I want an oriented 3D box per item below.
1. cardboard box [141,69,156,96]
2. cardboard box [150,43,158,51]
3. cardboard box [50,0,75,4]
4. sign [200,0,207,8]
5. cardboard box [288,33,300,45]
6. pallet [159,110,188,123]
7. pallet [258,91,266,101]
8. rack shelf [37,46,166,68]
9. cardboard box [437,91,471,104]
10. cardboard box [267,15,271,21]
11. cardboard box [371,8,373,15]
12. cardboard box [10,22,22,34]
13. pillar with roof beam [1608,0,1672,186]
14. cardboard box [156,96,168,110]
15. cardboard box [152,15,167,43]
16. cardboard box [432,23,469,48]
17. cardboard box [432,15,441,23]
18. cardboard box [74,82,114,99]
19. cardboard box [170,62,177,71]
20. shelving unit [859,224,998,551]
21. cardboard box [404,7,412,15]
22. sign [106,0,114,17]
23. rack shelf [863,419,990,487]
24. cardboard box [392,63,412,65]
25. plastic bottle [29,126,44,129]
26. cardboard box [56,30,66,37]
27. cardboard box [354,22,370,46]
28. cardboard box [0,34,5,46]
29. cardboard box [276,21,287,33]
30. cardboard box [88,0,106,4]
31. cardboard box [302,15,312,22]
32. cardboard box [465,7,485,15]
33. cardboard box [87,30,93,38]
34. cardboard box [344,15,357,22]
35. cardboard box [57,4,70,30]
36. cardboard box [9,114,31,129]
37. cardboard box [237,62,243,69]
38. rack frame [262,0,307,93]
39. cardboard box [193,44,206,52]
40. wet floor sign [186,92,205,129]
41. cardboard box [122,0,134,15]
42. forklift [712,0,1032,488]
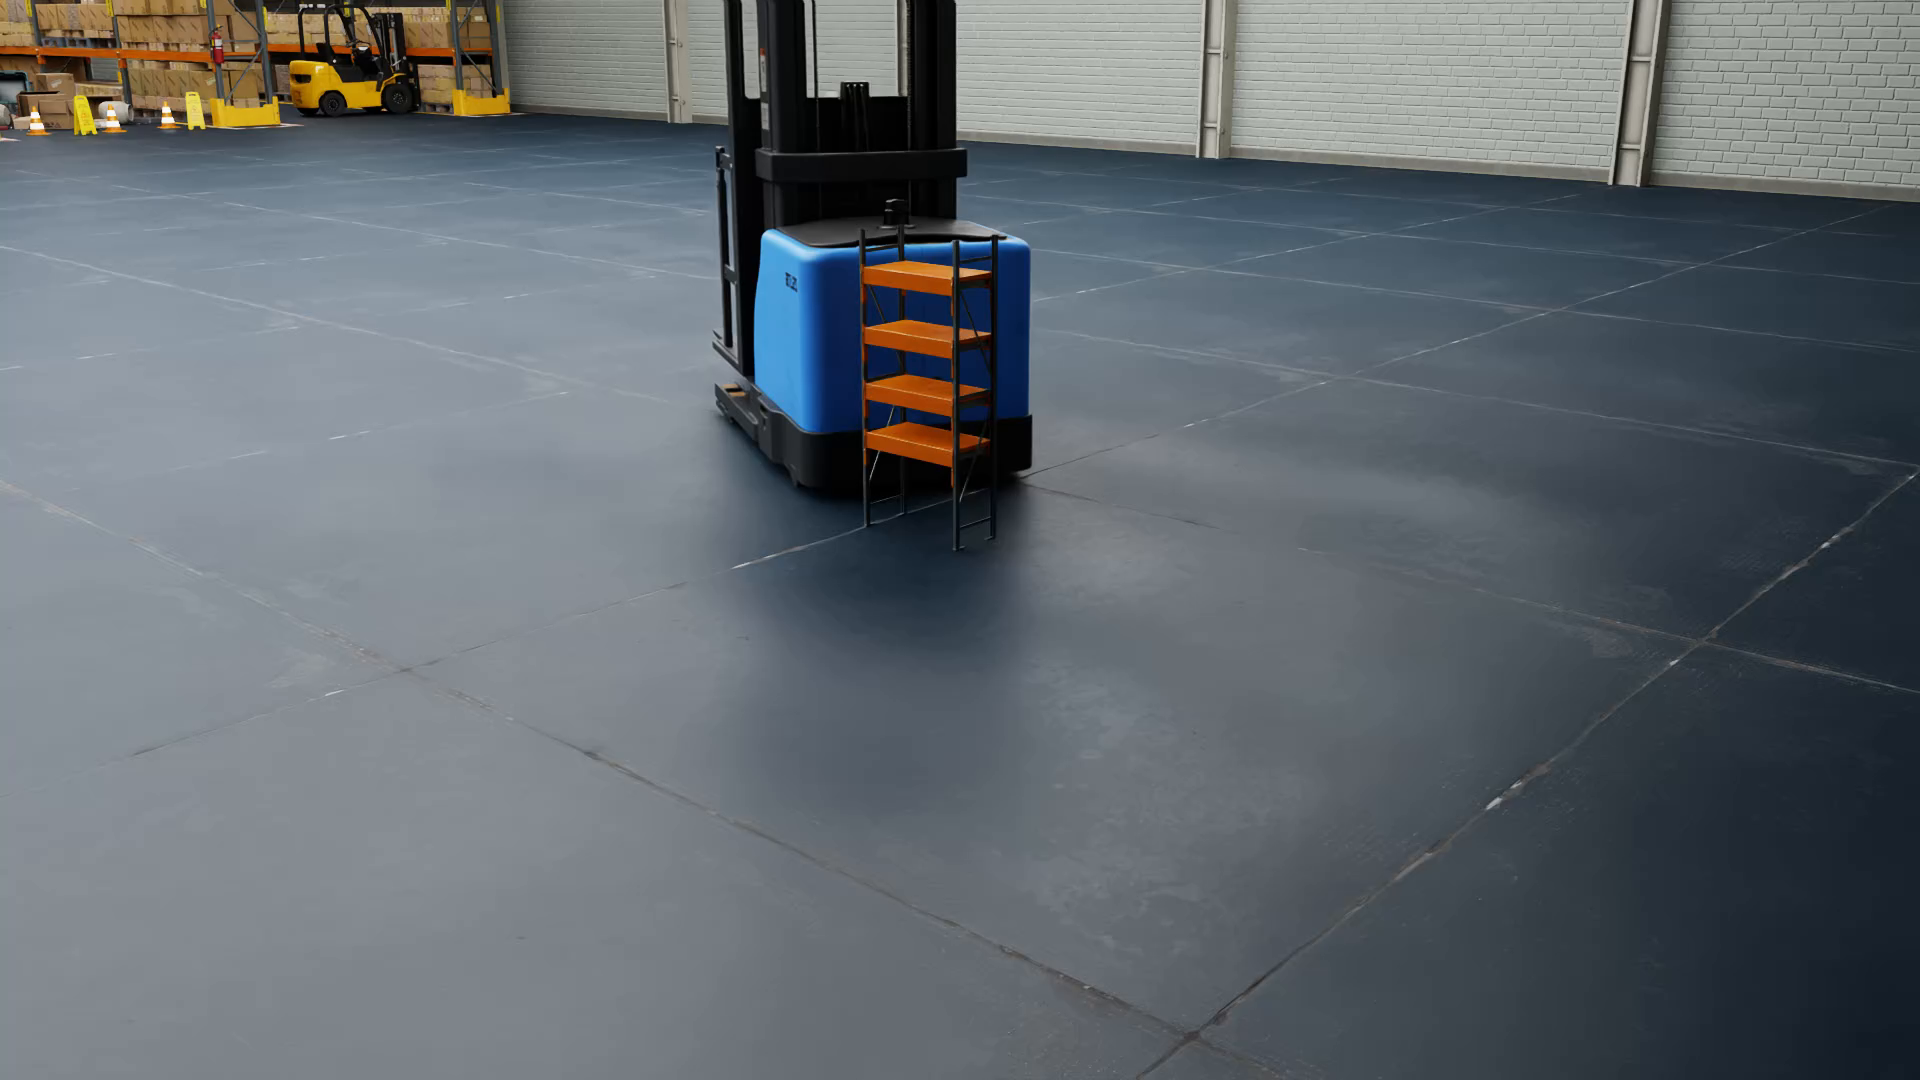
[{"bbox_3d":[-15.494,-8.878,32.240,0.500,0.500,0.500,16,24,41],"label":"cardboard box"},{"bbox_3d":[-15.192,-9.401,31.691,0.250,0.149,0.380,15,23,40],"label":"cardboard box"},{"bbox_3d":[-19.363,-11.398,35.748,0.500,0.500,0.500,14,22,37],"label":"cardboard box"},{"bbox_3d":[-13.556,-9.694,29.761,0.005,0.325,0.100,15,23,39],"label":"sign"},{"bbox_3d":[-14.932,-11.423,37.894,0.500,0.250,0.500,14,22,38],"label":"cardboard box"},{"bbox_3d":[-14.722,-8.215,32.148,1.213,0.211,1.003,15,23,39],"label":"pallet"},{"bbox_3d":[-16.398,-10.672,39.890,1.213,0.211,1.003,15,23,39],"label":"pallet"},{"bbox_3d":[-17.661,-9.974,34.271,4.000,0.370,1.077,15,23,39],"label":"rack shelf"},{"bbox_3d":[-10.442,-9.149,34.332,0.500,0.250,0.500,15,23,40],"label":"cardboard box"},{"bbox_3d":[-15.822,-12.069,38.444,0.250,0.149,0.380,16,24,41],"label":"cardboard box"},{"bbox_3d":[-12.379,-11.326,35.611,0.250,0.149,0.380,14,23,38],"label":"cardboard box"},{"bbox_3d":[-20.073,-11.028,35.822,0.500,0.250,0.500,14,23,38],"label":"cardboard box"},{"bbox_3d":[5.289,-7.647,15.830,0.400,9.000,9.100,15,23,39],"label":"pillar with roof beam"},{"bbox_3d":[-15.097,-8.415,32.021,0.500,0.250,0.500,15,23,39],"label":"cardboard box"},{"bbox_3d":[-14.872,-9.658,31.427,0.500,0.500,0.500,15,23,40],"label":"cardboard box"},{"bbox_3d":[-10.423,-10.323,34.017,0.500,0.500,0.500,14,23,38],"label":"cardboard box"},{"bbox_3d":[-10.537,-10.644,33.954,0.250,0.149,0.380,16,23,40],"label":"cardboard box"},{"bbox_3d":[-18.183,-9.405,34.936,0.625,0.372,0.950,14,23,38],"label":"cardboard box"},{"bbox_3d":[-14.646,-8.934,31.342,0.250,0.149,0.380,16,24,42],"label":"cardboard box"},{"bbox_3d":[-0.124,-0.605,6.535,0.503,1.200,0.258,15,23,39],"label":"shelving unit"},{"bbox_3d":[-11.310,-10.993,34.562,0.250,0.149,0.380,16,23,40],"label":"cardboard box"},{"bbox_3d":[-16.531,-10.341,32.324,0.005,0.325,0.100,15,23,39],"label":"sign"},{"bbox_3d":[-0.124,-0.352,6.615,0.480,0.148,0.258,15,23,39],"label":"rack shelf"},{"bbox_3d":[-11.964,-10.035,35.472,0.500,0.250,0.500,16,24,41],"label":"cardboard box"},{"bbox_3d":[-16.519,-7.361,29.706,0.283,0.061,0.133,7,19,21],"label":"plastic bottle"},{"bbox_3d":[-18.482,-10.502,34.467,0.250,0.149,0.380,15,23,40],"label":"cardboard box"},{"bbox_3d":[-12.714,-10.939,35.956,0.500,0.500,0.500,14,22,38],"label":"cardboard box"},{"bbox_3d":[-20.866,-10.990,36.530,0.500,0.250,0.500,15,23,38],"label":"cardboard box"},{"bbox_3d":[-15.321,-11.764,38.144,0.500,0.250,0.500,16,24,41],"label":"cardboard box"},{"bbox_3d":[-17.184,-10.792,33.233,0.250,0.149,0.380,14,22,38],"label":"cardboard box"},{"bbox_3d":[-14.501,-11.700,37.283,0.250,0.149,0.380,14,23,38],"label":"cardboard box"},{"bbox_3d":[-9.990,-10.851,34.114,0.250,0.149,0.380,14,23,38],"label":"cardboard box"},{"bbox_3d":[-17.328,-10.188,33.476,0.250,0.149,0.380,15,23,40],"label":"cardboard box"},{"bbox_3d":[-13.276,-11.415,36.383,0.250,0.149,0.380,16,24,41],"label":"cardboard box"},{"bbox_3d":[-18.178,-10.758,34.199,0.500,0.500,0.500,16,23,40],"label":"cardboard box"},{"bbox_3d":[-16.867,-7.544,29.944,0.396,0.266,0.258,-13,22,-36],"label":"cardboard box"},{"bbox_3d":[-17.149,-11.426,40.023,0.250,0.149,0.380,15,23,38],"label":"cardboard box"},{"bbox_3d":[-15.865,-11.843,38.969,0.127,3.000,1.000,15,23,39],"label":"rack frame"},{"bbox_3d":[-13.858,-9.045,30.570,0.250,0.149,0.380,15,23,39],"label":"cardboard box"},{"bbox_3d":[-13.741,-7.710,29.840,0.267,0.644,0.232,-9,20,-27],"label":"wet floor sign"},{"bbox_3d":[-15.612,-10.337,31.914,0.500,0.500,0.700,15,23,40],"label":"cardboard box"},{"bbox_3d":[-0.637,-2.023,8.140,1.130,2.935,3.031,-6,19,-18],"label":"forklift"}]
